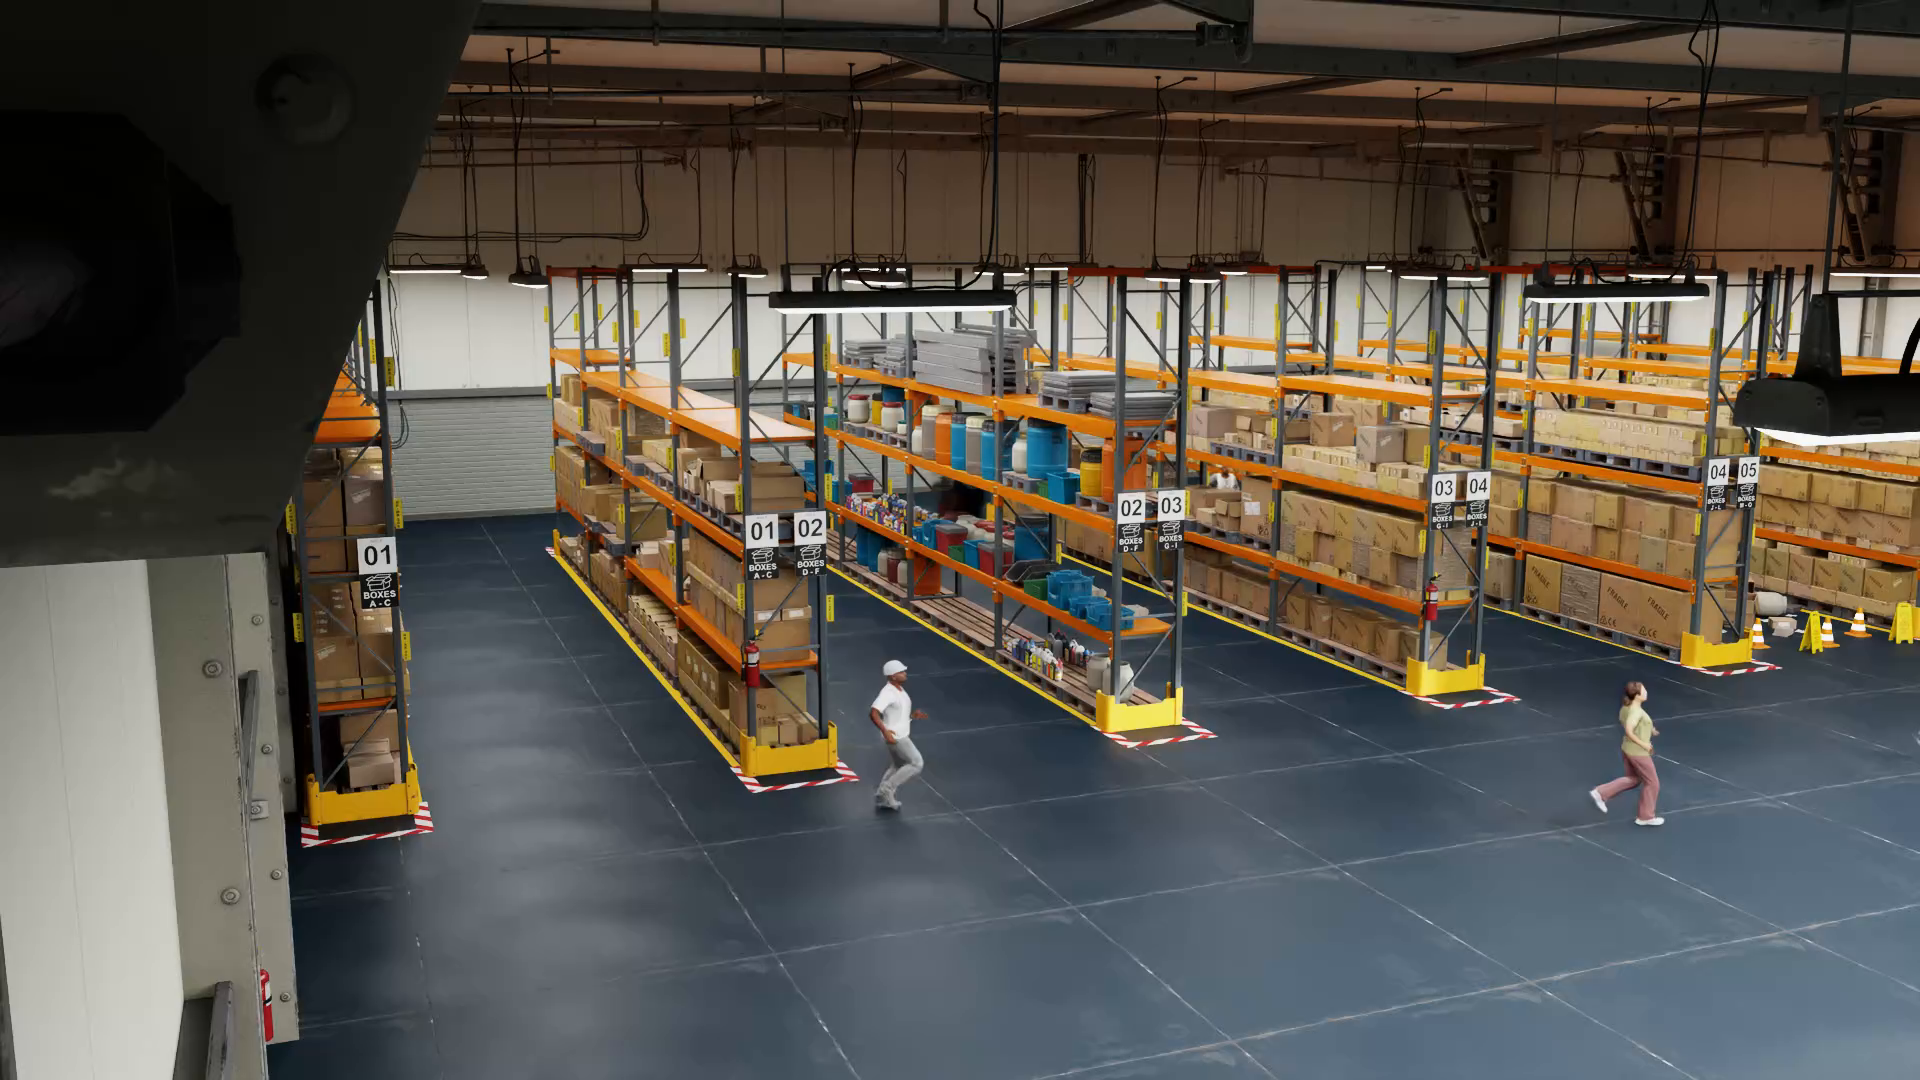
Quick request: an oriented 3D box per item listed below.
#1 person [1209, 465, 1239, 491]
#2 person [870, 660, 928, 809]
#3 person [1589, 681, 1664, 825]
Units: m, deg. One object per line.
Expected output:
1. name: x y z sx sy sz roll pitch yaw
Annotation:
1. person: 5.774 -0.809 36.246 0.646 1.822 0.733 -4 11 -21
2. person: -0.678 2.182 18.891 0.631 1.660 0.684 0 10 3
3. person: 7.440 2.357 18.415 0.802 1.635 0.589 1 10 5
